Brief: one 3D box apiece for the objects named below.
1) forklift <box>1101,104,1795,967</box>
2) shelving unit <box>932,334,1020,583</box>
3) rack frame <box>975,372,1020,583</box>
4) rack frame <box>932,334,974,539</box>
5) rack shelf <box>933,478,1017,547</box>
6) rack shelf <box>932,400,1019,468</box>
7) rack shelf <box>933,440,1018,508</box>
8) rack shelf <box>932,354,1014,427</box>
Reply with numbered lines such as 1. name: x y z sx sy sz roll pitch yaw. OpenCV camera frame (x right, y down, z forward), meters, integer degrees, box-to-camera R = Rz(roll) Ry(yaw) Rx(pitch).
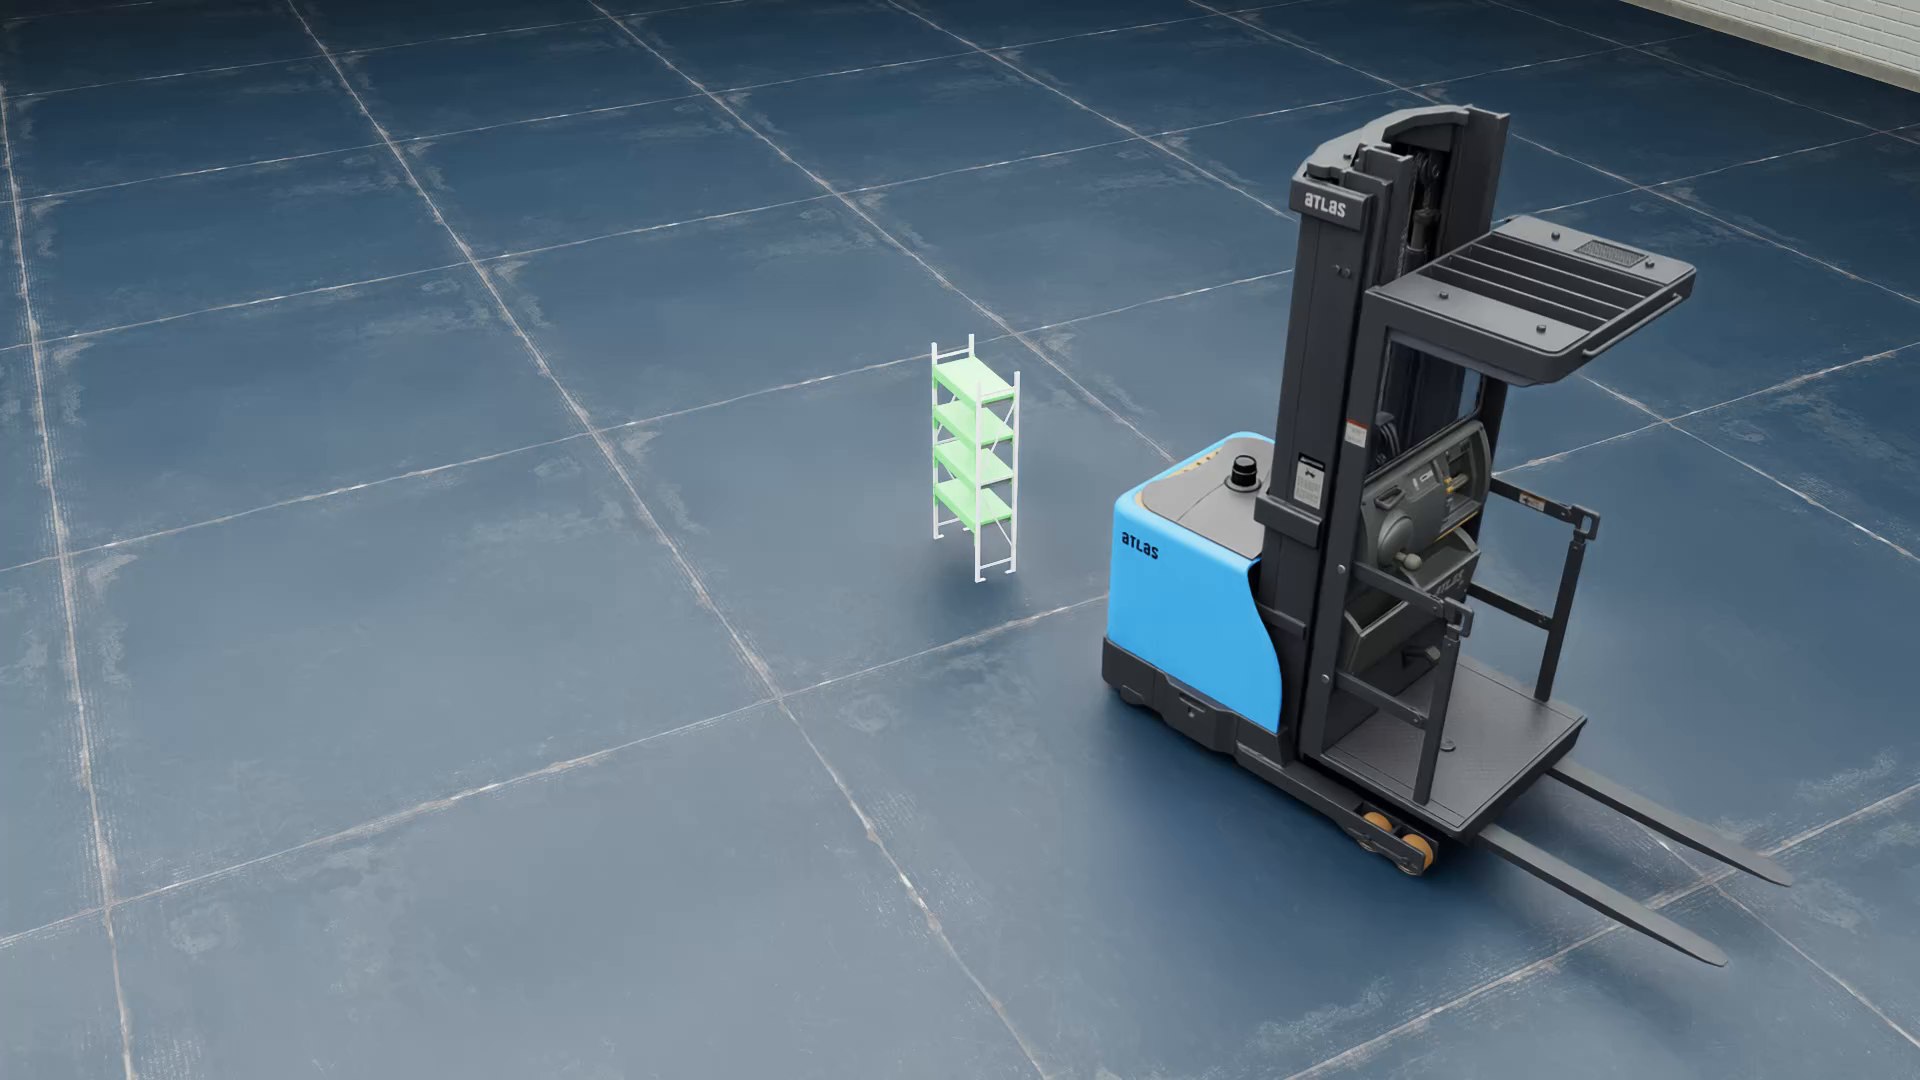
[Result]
1. forklift: 2.079 -0.133 6.759 1.130 2.935 3.031 -28 42 -36
2. shelving unit: 0.077 -0.426 8.822 0.258 1.200 0.503 -16 36 -23
3. rack frame: 0.191 -0.310 8.640 0.240 1.200 0.015 -16 36 -23
4. rack frame: -0.037 -0.543 9.003 0.240 1.200 0.015 -16 36 -23
5. rack shelf: 0.077 -0.170 8.986 0.258 0.148 0.480 -16 36 -23
6. rack shelf: 0.077 -0.574 8.727 0.258 0.148 0.480 -16 36 -23
7. rack shelf: 0.077 -0.372 8.856 0.258 0.148 0.480 -16 36 -23
8. rack shelf: 0.077 -0.777 8.597 0.258 0.148 0.480 -16 36 -23
